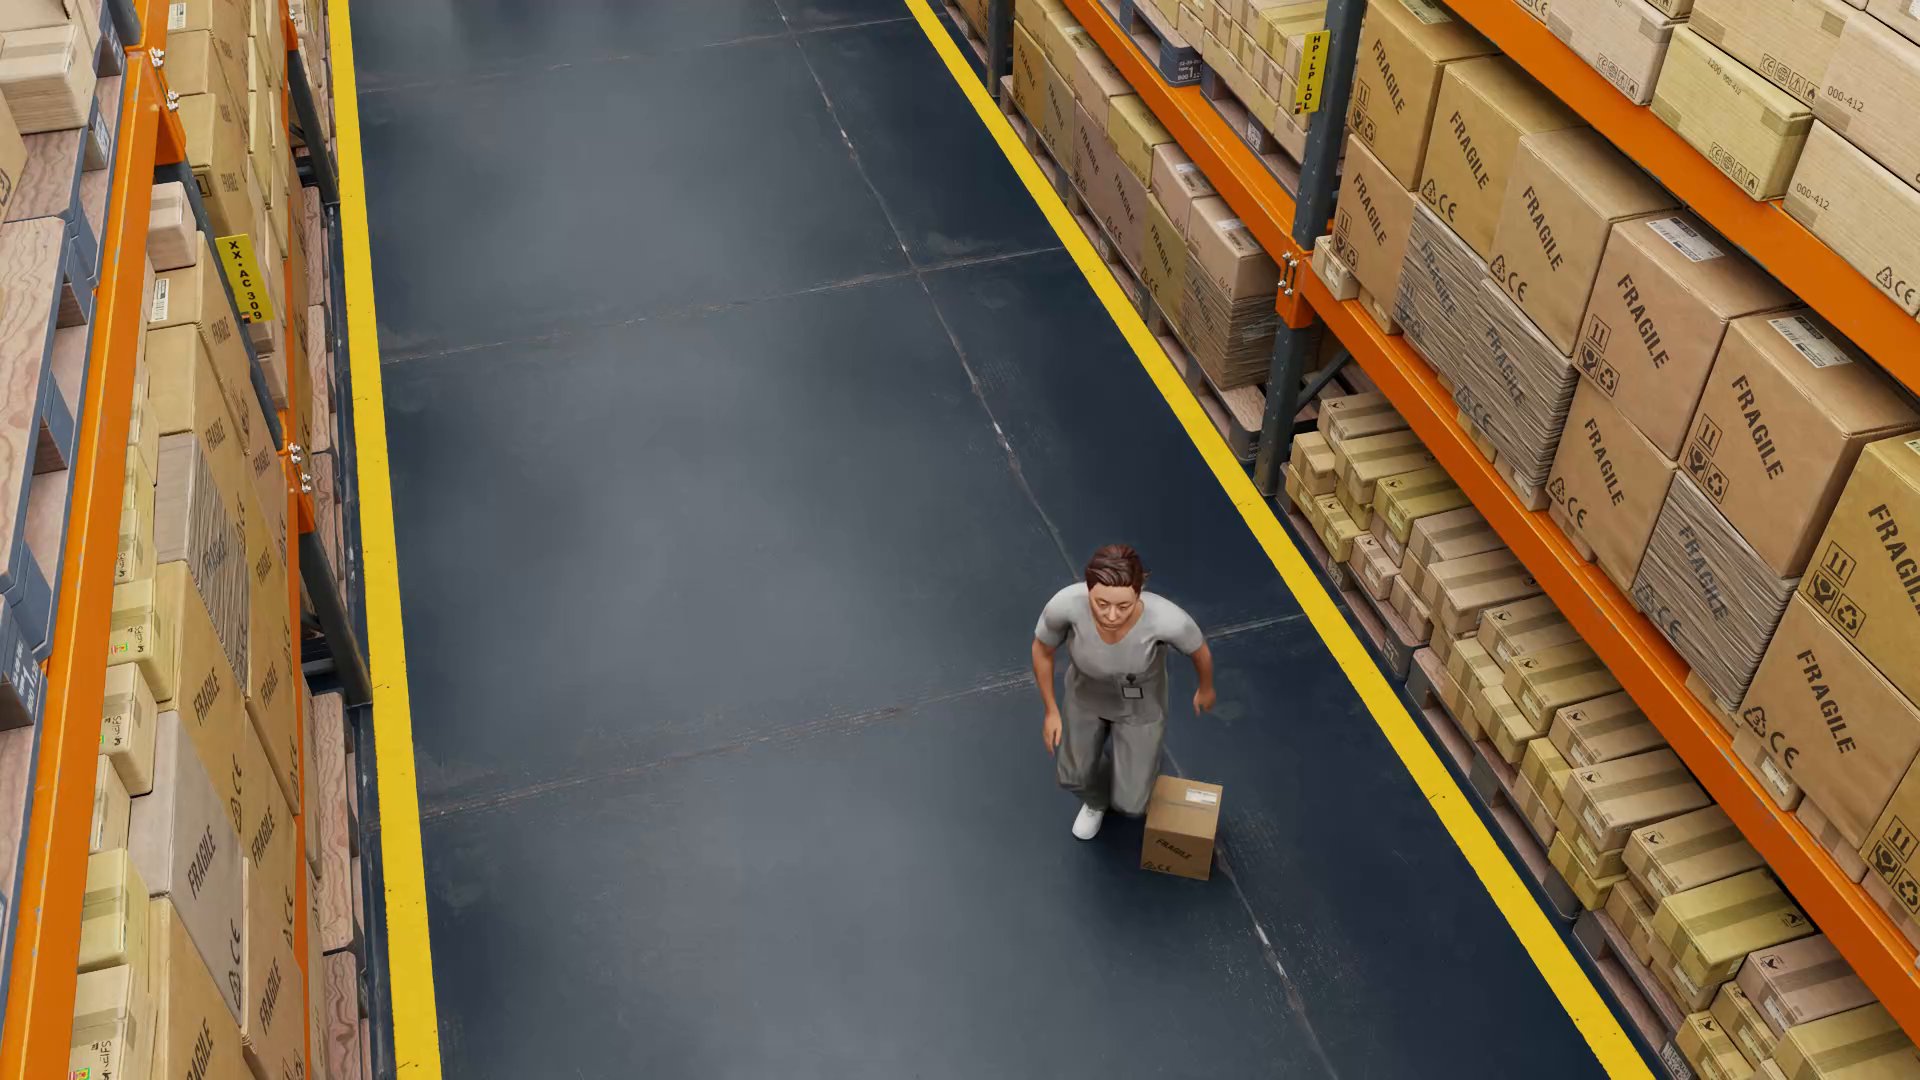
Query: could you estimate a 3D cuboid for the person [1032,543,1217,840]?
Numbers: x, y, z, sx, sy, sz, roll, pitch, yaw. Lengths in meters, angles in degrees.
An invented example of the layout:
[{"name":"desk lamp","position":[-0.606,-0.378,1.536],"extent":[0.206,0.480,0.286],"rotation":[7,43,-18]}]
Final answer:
[{"name":"person","position":[0.566,0.513,5.675],"extent":[0.585,1.579,0.622],"rotation":[16,45,17]}]
